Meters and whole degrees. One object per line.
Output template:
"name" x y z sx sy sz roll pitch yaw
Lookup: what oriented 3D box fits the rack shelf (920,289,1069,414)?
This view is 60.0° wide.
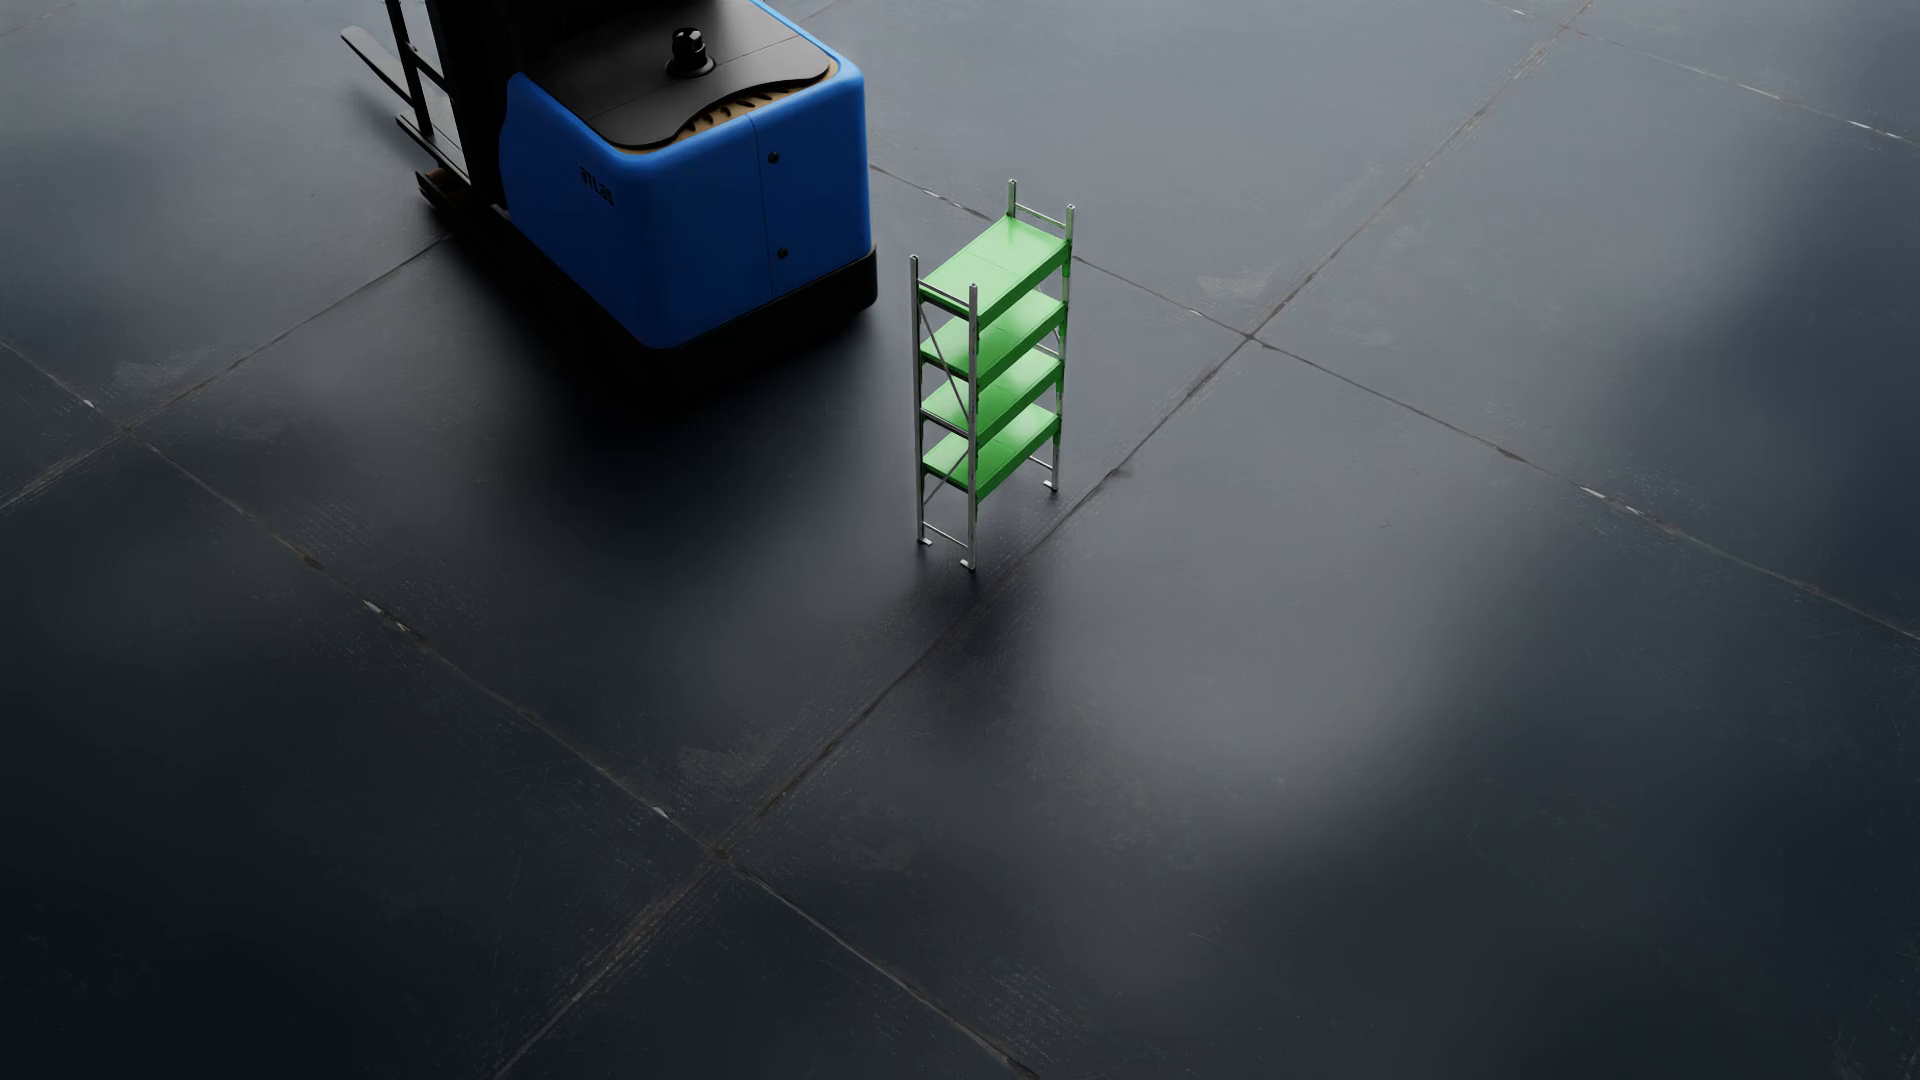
"rack shelf" 0.101 -0.631 5.279 0.258 0.148 0.480 29 53 25

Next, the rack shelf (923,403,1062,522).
"rack shelf" 0.101 -0.299 5.626 0.258 0.148 0.480 29 53 25

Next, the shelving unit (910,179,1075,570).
"shelving unit" 0.101 -0.509 5.407 0.258 1.200 0.503 29 53 25

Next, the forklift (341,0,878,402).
"forklift" -1.648 -2.526 6.136 1.130 2.935 3.031 -31 54 -26

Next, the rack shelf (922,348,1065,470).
"rack shelf" 0.101 -0.465 5.453 0.258 0.148 0.480 29 53 25

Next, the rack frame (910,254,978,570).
"rack frame" -0.048 -0.370 5.273 0.240 1.200 0.015 29 53 25

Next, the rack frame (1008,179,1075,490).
"rack frame" 0.250 -0.649 5.540 0.240 1.200 0.015 29 53 25

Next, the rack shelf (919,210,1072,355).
"rack shelf" 0.101 -0.797 5.106 0.258 0.148 0.480 29 53 25
